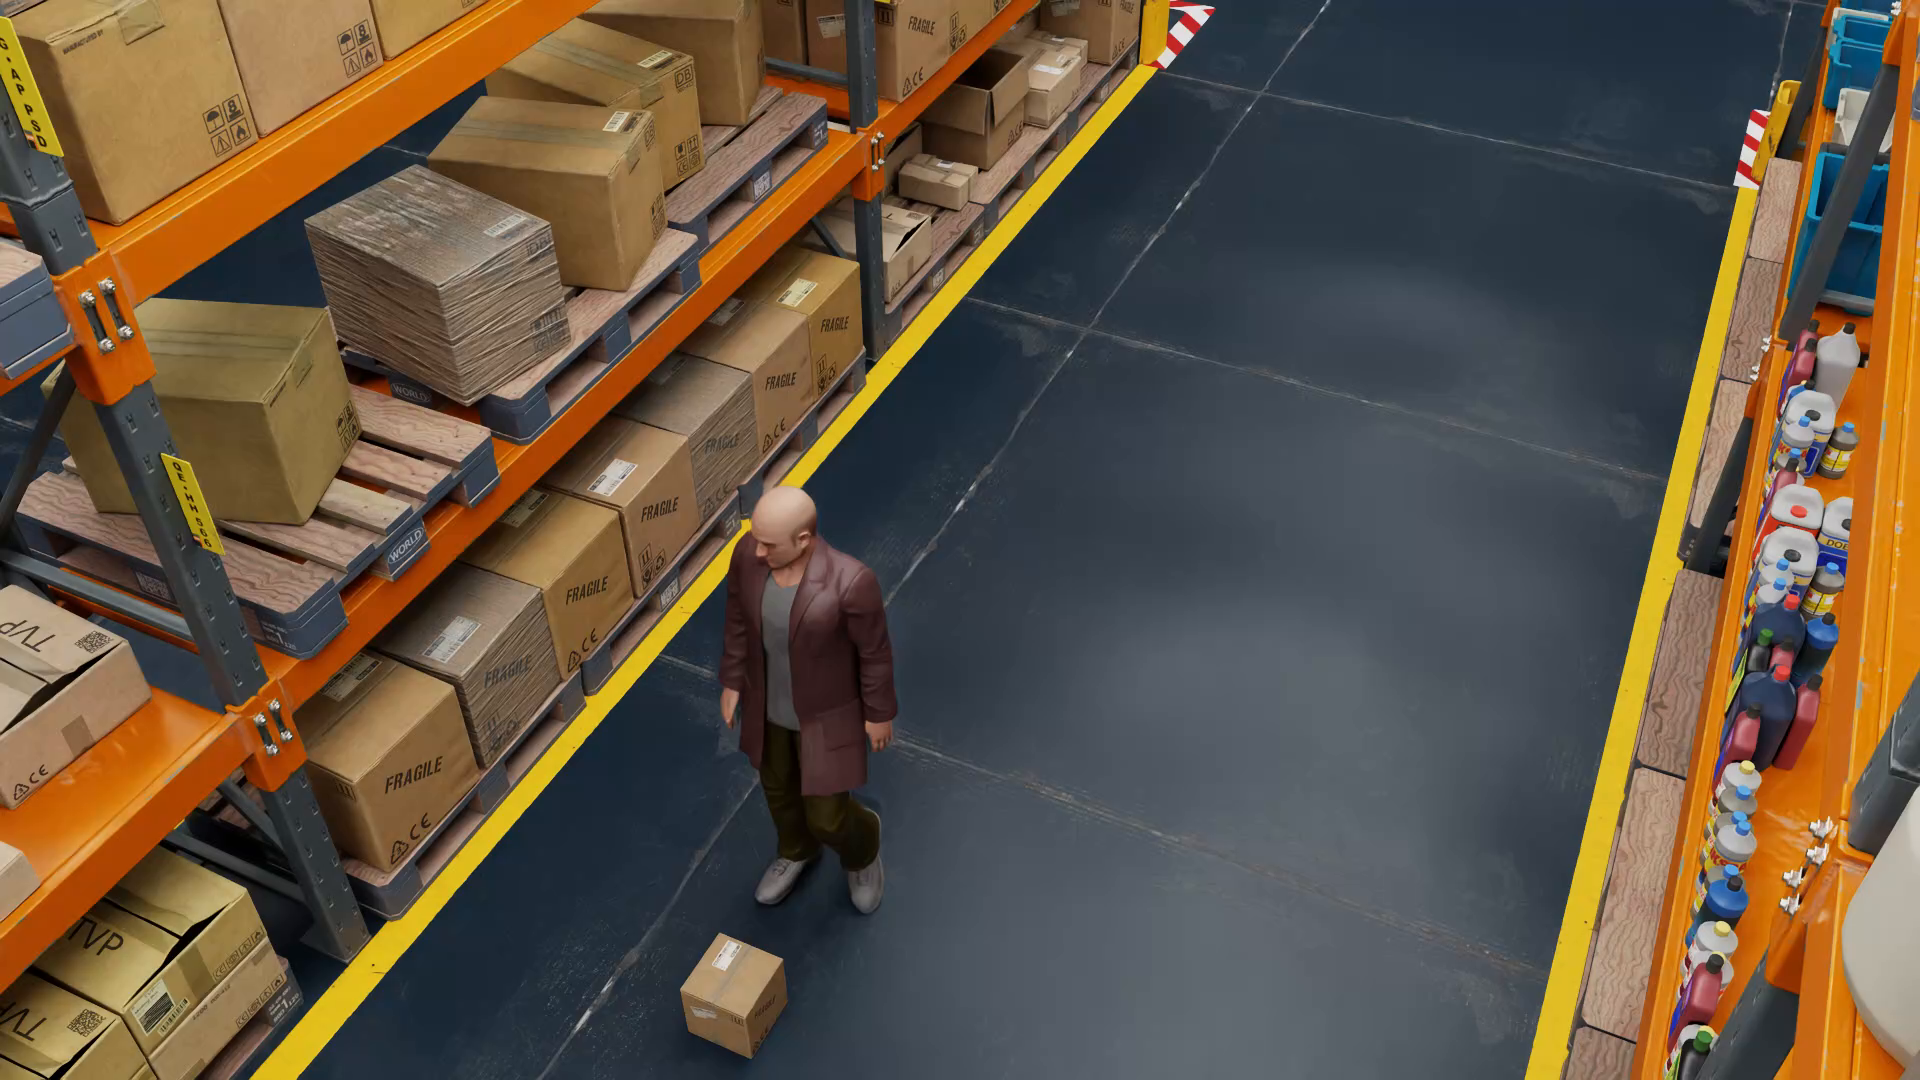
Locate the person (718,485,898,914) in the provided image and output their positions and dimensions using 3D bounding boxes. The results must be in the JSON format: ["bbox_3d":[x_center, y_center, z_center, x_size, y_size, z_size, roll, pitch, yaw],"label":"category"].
[{"bbox_3d":[-0.530,0.571,5.515,0.623,1.817,0.450,20,45,22],"label":"person"}]
